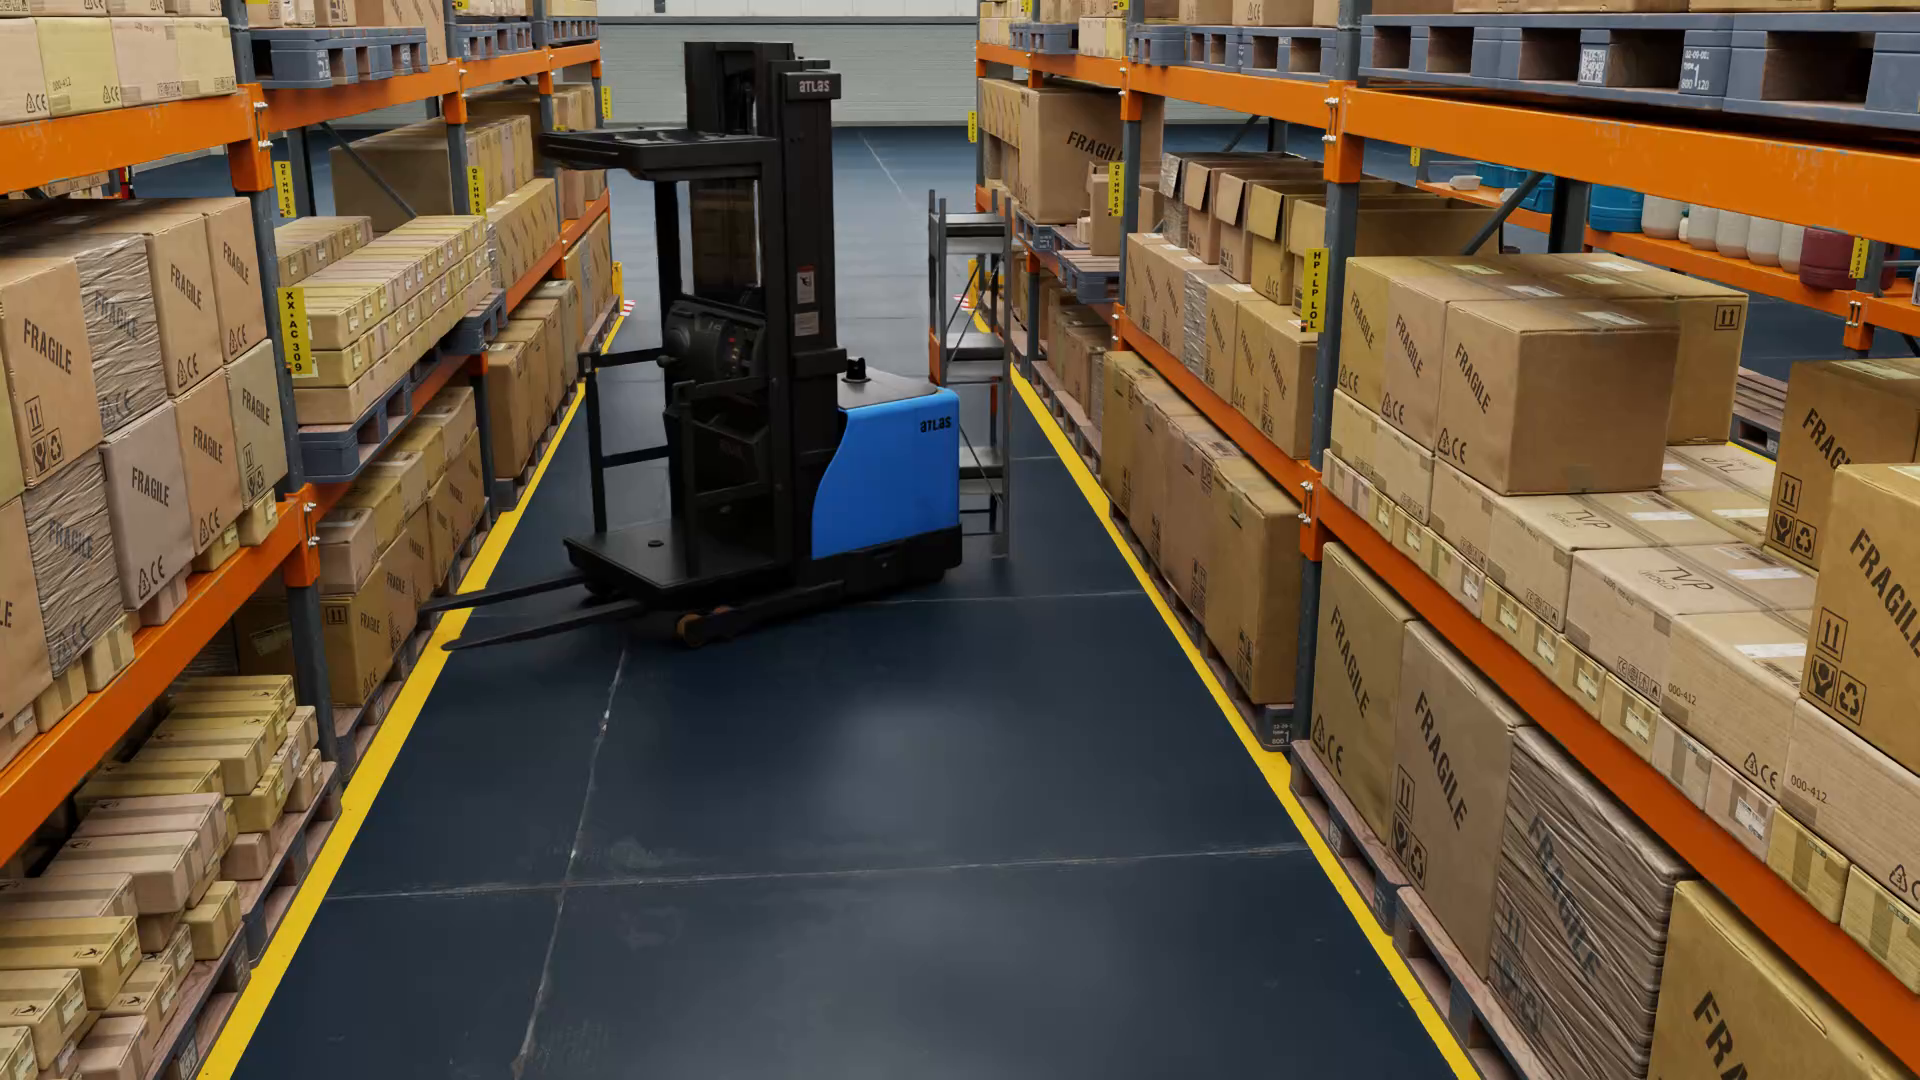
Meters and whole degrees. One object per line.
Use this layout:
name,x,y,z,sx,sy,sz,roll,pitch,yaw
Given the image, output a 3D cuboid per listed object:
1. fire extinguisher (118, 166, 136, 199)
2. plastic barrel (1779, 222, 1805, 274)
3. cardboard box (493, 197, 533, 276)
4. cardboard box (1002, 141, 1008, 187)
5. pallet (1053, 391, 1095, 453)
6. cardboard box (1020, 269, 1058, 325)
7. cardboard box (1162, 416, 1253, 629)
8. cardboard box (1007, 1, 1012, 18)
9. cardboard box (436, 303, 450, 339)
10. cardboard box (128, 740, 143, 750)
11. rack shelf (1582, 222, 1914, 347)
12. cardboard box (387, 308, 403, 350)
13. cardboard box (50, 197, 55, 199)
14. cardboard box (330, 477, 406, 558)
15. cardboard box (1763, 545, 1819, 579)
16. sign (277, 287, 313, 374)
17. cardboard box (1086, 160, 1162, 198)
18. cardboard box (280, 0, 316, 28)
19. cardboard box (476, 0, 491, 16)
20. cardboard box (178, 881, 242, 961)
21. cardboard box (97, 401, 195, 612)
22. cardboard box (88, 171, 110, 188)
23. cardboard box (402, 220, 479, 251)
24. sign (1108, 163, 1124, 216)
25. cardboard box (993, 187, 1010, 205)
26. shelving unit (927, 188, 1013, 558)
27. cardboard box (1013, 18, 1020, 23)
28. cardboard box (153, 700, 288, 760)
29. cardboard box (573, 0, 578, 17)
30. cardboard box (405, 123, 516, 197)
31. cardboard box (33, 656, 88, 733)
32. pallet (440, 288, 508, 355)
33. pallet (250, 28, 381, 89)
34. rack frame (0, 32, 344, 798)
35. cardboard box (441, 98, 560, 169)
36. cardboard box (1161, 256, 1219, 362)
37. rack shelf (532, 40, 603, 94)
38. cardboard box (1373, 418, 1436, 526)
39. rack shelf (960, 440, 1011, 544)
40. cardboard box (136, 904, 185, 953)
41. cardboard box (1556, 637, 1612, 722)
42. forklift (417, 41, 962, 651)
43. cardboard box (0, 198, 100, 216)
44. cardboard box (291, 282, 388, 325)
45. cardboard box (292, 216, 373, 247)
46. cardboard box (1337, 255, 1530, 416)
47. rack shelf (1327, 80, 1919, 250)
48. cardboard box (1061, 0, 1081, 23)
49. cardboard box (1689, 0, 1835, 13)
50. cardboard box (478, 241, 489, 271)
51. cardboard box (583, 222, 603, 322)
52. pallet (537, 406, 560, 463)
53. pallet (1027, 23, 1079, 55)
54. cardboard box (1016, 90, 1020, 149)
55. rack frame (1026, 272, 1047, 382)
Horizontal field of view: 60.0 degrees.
fire extinguisher,-8.731,-3.753,17.253,0.296,0.674,0.183,-2,18,-6
plastic barrel,6.113,-2.170,11.896,0.421,0.512,0.421,0,17,0
cardboard box,-3.373,-2.181,11.949,0.500,0.500,0.500,-2,18,-6
cardboard box,0.888,-3.777,16.537,0.875,0.500,0.500,-2,18,-6
pallet,1.303,-0.929,12.785,1.003,0.211,1.213,-2,18,-6
cardboard box,0.882,-2.337,16.085,0.500,0.500,0.500,-3,18,-11
cardboard box,1.738,-0.115,8.383,1.225,0.875,0.875,-2,18,-8
cardboard box,0.630,-4.886,15.310,0.380,0.149,0.250,-1,17,-3
cardboard box,-2.804,-1.106,8.412,0.380,0.149,0.250,-1,17,-4
cardboard box,-3.308,0.786,6.226,0.380,0.149,0.250,-1,17,-3
rack shelf,6.225,-2.070,12.963,1.077,0.370,4.000,-2,18,-6
cardboard box,-2.693,-0.935,7.369,0.380,0.149,0.250,-3,18,-8
cardboard box,-8.725,-3.138,15.584,0.380,0.149,0.250,-2,18,-6
cardboard box,-2.898,-0.102,7.714,0.500,0.250,0.500,-1,17,-4
cardboard box,2.440,0.193,4.308,0.500,0.250,0.500,-2,18,-7
sign,-2.488,-0.781,6.213,0.100,0.325,0.005,-2,18,-6
cardboard box,1.363,-2.592,12.552,0.797,0.503,0.637,0,17,0
cardboard box,-2.909,-2.207,6.639,0.500,0.311,0.500,-2,18,-6
cardboard box,-3.347,-3.520,10.757,0.500,0.250,0.500,-1,17,-4
cardboard box,-2.541,1.225,5.325,0.380,0.149,0.250,-2,18,-6
cardboard box,-2.593,-0.101,4.826,0.500,0.500,0.500,-2,18,-6
cardboard box,-8.848,-3.778,16.539,0.500,0.500,0.500,-2,18,-7
cardboard box,-2.909,-1.699,9.305,0.380,0.149,0.250,-2,18,-6
sign,0.966,-2.159,10.246,0.100,0.325,0.005,-2,18,-6
cardboard box,0.530,-3.386,16.373,0.380,0.149,0.250,-2,18,-6
shelving unit,0.053,-0.965,9.744,0.431,2.100,0.503,-2,18,-7
cardboard box,0.742,-4.499,14.743,0.500,0.250,0.500,-1,17,-4
cardboard box,-2.665,0.699,6.006,0.380,0.149,0.250,-2,17,-5
cardboard box,-3.708,-4.864,15.207,0.380,0.149,0.250,-2,17,-5
cardboard box,-3.688,-2.806,12.271,0.700,0.500,0.500,-2,18,-5
cardboard box,-2.533,0.392,4.339,0.380,0.149,0.250,-1,17,-4
pallet,-3.260,-1.241,9.441,1.213,0.211,1.003,-2,18,-6
pallet,-2.985,-1.878,6.457,1.213,0.211,1.003,-2,18,-6
rack frame,-3.027,-0.349,6.282,1.000,3.000,0.127,-2,18,-6
cardboard box,-3.856,-3.431,14.043,0.875,0.550,0.550,-2,18,-6
cardboard box,1.396,-1.253,8.992,0.500,0.500,0.500,-2,18,-7
rack shelf,-4.058,-4.417,15.430,1.077,0.370,4.000,-2,18,-6
cardboard box,1.751,-0.246,5.708,0.500,0.250,0.500,-2,18,-6
rack shelf,0.053,-0.284,9.958,0.431,0.518,0.480,-2,18,-7
cardboard box,-2.611,1.146,5.082,0.380,0.149,0.250,-3,18,-8
cardboard box,1.831,0.362,4.437,0.380,0.149,0.250,-2,18,-5
forklift,-1.450,-1.033,8.575,3.031,2.935,1.130,-14,22,-37
cardboard box,-3.223,-0.874,5.620,0.500,0.500,0.500,-1,17,-4
cardboard box,-2.669,-1.005,7.094,0.380,0.149,0.250,-2,18,-5
cardboard box,-3.584,-1.760,9.502,0.380,0.149,0.250,-2,18,-6
cardboard box,1.712,-0.750,6.060,0.500,0.500,0.500,-2,18,-6
rack shelf,2.123,-0.964,4.435,1.077,0.370,4.000,-2,18,-6
cardboard box,1.140,-4.113,12.389,0.797,0.503,0.637,-1,17,-3
cardboard box,2.183,-1.485,3.856,0.700,0.500,0.500,-3,18,-9
cardboard box,-2.936,-1.630,9.584,0.380,0.149,0.250,-1,17,-5
cardboard box,-4.036,-2.649,16.453,0.875,0.875,0.875,-2,18,-7
pallet,-3.568,-0.811,12.406,1.003,0.211,1.213,-2,18,-6
pallet,1.160,-3.701,12.265,1.213,0.211,1.003,-2,18,-6
cardboard box,0.772,-3.648,14.457,0.500,0.500,0.500,-2,18,-6
rack frame,1.092,-2.856,14.266,1.000,3.000,0.127,-2,18,-6
